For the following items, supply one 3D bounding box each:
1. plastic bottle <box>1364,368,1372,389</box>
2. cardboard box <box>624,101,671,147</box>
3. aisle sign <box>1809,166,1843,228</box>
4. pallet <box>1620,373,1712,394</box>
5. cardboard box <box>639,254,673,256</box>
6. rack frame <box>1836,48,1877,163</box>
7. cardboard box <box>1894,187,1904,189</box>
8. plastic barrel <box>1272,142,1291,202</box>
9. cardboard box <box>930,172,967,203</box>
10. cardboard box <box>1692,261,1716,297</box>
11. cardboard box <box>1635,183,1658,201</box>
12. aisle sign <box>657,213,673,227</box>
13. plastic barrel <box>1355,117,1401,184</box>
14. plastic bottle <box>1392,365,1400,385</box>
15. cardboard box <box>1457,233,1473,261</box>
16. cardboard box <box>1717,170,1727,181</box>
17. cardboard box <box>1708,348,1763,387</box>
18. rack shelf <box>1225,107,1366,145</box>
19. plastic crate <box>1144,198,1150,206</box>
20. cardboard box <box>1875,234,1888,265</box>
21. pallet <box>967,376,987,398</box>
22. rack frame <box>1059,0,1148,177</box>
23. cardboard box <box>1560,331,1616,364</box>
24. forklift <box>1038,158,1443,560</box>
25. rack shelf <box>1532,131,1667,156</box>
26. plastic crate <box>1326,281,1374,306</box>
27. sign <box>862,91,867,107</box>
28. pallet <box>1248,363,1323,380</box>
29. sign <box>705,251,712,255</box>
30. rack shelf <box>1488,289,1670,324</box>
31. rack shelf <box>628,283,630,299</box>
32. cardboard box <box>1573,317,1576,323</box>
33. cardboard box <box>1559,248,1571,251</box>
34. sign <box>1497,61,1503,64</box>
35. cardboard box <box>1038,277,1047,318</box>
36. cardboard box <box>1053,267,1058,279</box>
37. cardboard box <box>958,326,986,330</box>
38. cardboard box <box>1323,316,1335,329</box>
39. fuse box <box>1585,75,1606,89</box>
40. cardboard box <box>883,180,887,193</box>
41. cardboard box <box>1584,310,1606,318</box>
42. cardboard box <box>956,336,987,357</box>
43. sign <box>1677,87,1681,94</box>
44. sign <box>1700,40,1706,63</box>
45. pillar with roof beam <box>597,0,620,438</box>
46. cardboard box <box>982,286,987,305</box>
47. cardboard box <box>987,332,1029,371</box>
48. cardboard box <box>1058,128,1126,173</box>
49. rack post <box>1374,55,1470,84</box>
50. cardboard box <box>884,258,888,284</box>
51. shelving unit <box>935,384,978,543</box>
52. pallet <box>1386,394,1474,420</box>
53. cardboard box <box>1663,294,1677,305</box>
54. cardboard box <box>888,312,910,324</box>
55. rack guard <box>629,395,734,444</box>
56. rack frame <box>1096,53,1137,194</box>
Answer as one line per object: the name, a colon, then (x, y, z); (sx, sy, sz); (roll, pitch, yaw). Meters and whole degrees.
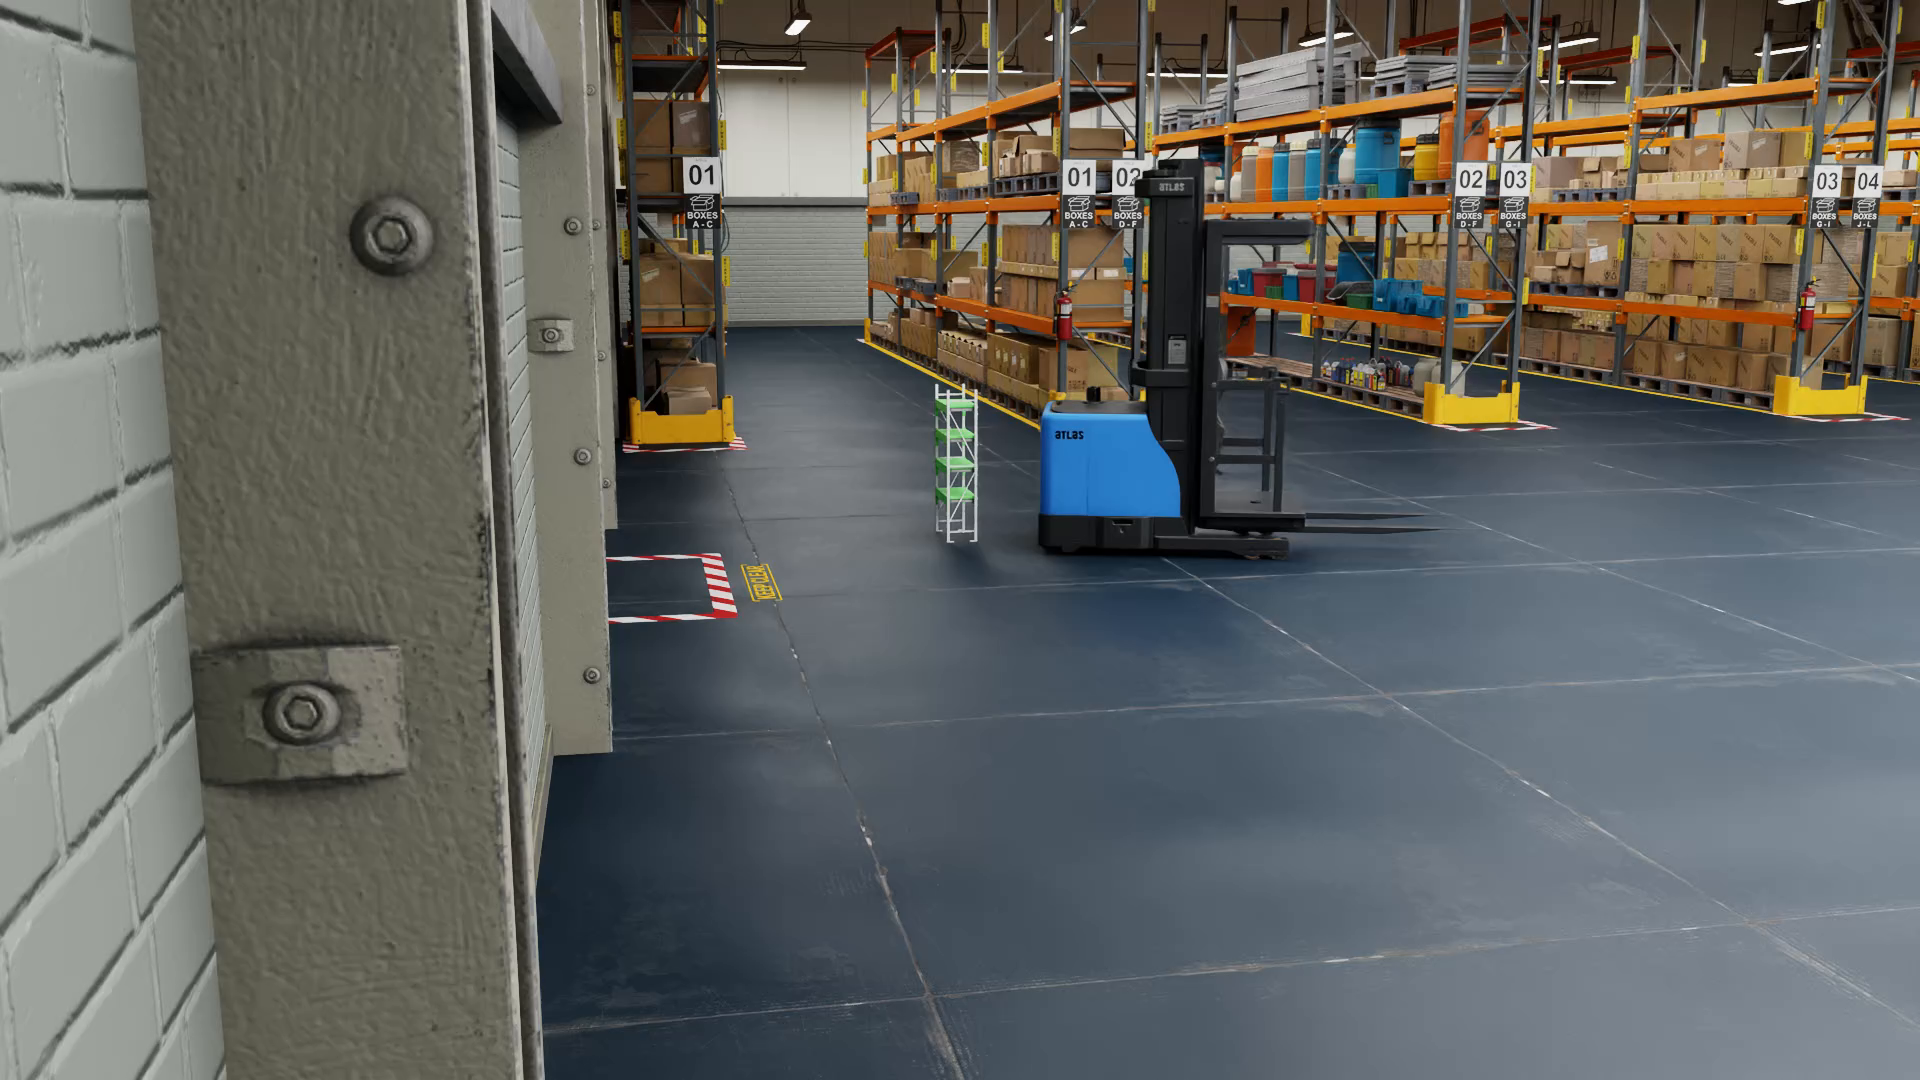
plastic bottle: (5.689, -2.233, 23.012); (0.152, 0.276, 0.135); (-2, 11, -13)
cardboard box: (-3.533, -4.694, 18.819); (0.500, 0.500, 0.500); (-2, 11, -8)
aisle sign: (11.102, -4.396, 21.317); (0.394, 0.787, 0.004); (-2, 11, -11)
pallet: (10.771, -2.383, 25.152); (1.003, 0.211, 1.213); (-2, 11, -11)
cardboard box: (-4.084, -3.545, 22.142); (0.500, 0.500, 0.500); (-2, 11, -12)
rack frame: (18.771, -8.649, 34.573); (1.000, 3.000, 0.127); (-2, 11, -11)
cardboard box: (18.783, -6.968, 32.999); (0.396, 0.266, 0.258); (-1, 11, -6)
plastic barrel: (5.181, -5.740, 25.967); (0.600, 0.901, 0.708); (-2, 11, -11)
cardboard box: (-0.008, -5.850, 27.621); (0.910, 0.500, 0.500); (-2, 11, -11)
cardboard box: (10.948, -3.711, 23.608); (0.875, 0.500, 0.500); (-2, 11, -11)
cardboard box: (10.442, -5.183, 24.783); (0.500, 0.250, 0.500); (-3, 11, -13)
aisle sign: (-6.024, -6.836, 34.140); (0.394, 0.787, 0.004); (-2, 11, -11)
plastic barrel: (5.836, -5.434, 23.239); (0.600, 0.901, 0.708); (-2, 11, -11)
plastic bottle: (6.179, -2.340, 23.558); (0.061, 0.283, 0.133); (-2, 11, -11)
cardboard box: (9.577, -5.405, 30.619); (0.797, 0.503, 0.637); (-2, 11, -10)
cardboard box: (10.770, -5.067, 23.110); (0.380, 0.149, 0.250); (-3, 11, -14)
cardboard box: (11.026, -2.459, 23.653); (0.500, 0.500, 0.500); (-1, 11, -6)
rack shelf: (5.358, -6.459, 26.056); (1.077, 0.370, 4.000); (-2, 11, -11)
plastic crate: (3.813, -6.598, 32.384); (0.450, 0.188, 0.662); (-2, 11, -11)
cardboard box: (15.286, -4.762, 27.252); (0.700, 0.500, 0.500); (-2, 11, -12)
pallet: (0.706, -2.279, 24.606); (1.003, 0.211, 1.213); (-2, 11, -11)
rack frame: (1.666, -5.729, 19.227); (1.000, 3.000, 0.127); (-2, 11, -11)
cardboard box: (10.324, -3.167, 27.322); (0.700, 0.500, 0.500); (-3, 11, -16)
forklift: (2.141, -1.393, 12.678); (3.031, 2.935, 1.130); (1, 11, 5)
rack shelf: (13.546, -8.463, 35.525); (1.077, 0.370, 4.000); (-2, 11, -11)
plastic crate: (5.724, -3.564, 24.063); (0.767, 0.338, 0.504); (-2, 11, -11)
sign: (-1.978, -9.141, 34.447); (0.100, 0.325, 0.005); (-2, 11, -11)
pallet: (5.316, -2.692, 26.774); (1.003, 0.211, 1.213); (-2, 11, -11)
sign: (-3.440, -3.781, 22.723); (0.100, 0.325, 0.005); (-2, 11, -11)
rack shelf: (10.217, -3.888, 27.526); (1.077, 0.370, 4.000); (-2, 11, -11)
rack shelf: (-5.915, -4.815, 32.396); (1.077, 0.370, 4.000); (-2, 11, -11)
cardboard box: (13.374, -4.745, 35.811); (0.380, 0.149, 0.250); (-3, 11, -14)
cardboard box: (13.290, -6.060, 35.948); (0.500, 0.500, 0.500); (-2, 11, -12)
sign: (9.284, -8.071, 28.614); (0.100, 0.325, 0.005); (-2, 11, -11)
cardboard box: (1.390, -3.104, 21.216); (0.700, 0.500, 0.500); (-2, 11, -11)
cardboard box: (1.352, -3.260, 20.302); (0.380, 0.149, 0.250); (-2, 11, -10)
cardboard box: (0.194, -3.427, 28.686); (0.500, 0.500, 0.500); (-3, 11, -13)
cardboard box: (8.475, -5.124, 36.653); (0.875, 0.875, 0.875); (-2, 11, -11)
fuse box: (16.630, -11.974, 43.483); (0.513, 0.334, 0.176); (-2, 11, -11)
cardboard box: (-1.218, -6.891, 32.420); (0.500, 0.250, 0.500); (-2, 11, -11)
cardboard box: (13.492, -4.799, 35.298); (0.380, 0.149, 0.250); (-2, 11, -9)
cardboard box: (0.232, -2.989, 25.610); (0.500, 0.311, 0.500); (-2, 11, -12)
sign: (14.478, -9.009, 33.540); (0.100, 0.325, 0.005); (-2, 11, -11)
sign: (11.142, -7.336, 24.962); (0.100, 0.325, 0.005); (-2, 11, -11)
pillar with roof beam: (0.046, -5.801, 19.609); (9.100, 9.000, 0.400); (-2, 11, -11)
cardboard box: (0.537, -3.604, 24.467); (0.396, 0.266, 0.258); (-2, 11, -12)
cardboard box: (0.671, -2.643, 23.284); (0.500, 0.500, 0.500); (-2, 11, -11)
cardboard box: (1.558, -4.686, 20.000); (0.797, 0.503, 0.637); (-1, 11, -7)
rack post: (6.118, -6.225, 22.038); (0.937, 0.300, 0.954); (-2, 11, -12)
cardboard box: (-1.221, -5.303, 32.766); (0.500, 0.500, 0.500); (-2, 11, -10)
shelving unit: (-0.032, -0.620, 13.244); (0.258, 1.200, 0.503); (-2, 11, -11)
pallet: (6.312, -1.753, 21.840); (1.003, 0.211, 1.213); (-2, 11, -11)
cardboard box: (10.530, -3.517, 24.324); (0.380, 0.149, 0.250); (-2, 11, -11)
cardboard box: (-1.038, -4.317, 33.353); (0.797, 0.503, 0.637); (-2, 11, -11)
rack guard: (-3.207, -1.387, 19.145); (1.175, 0.500, 0.348); (-2, 11, -11)
rack frame: (3.414, -8.843, 35.588); (1.000, 3.000, 0.127); (-2, 11, -11)
